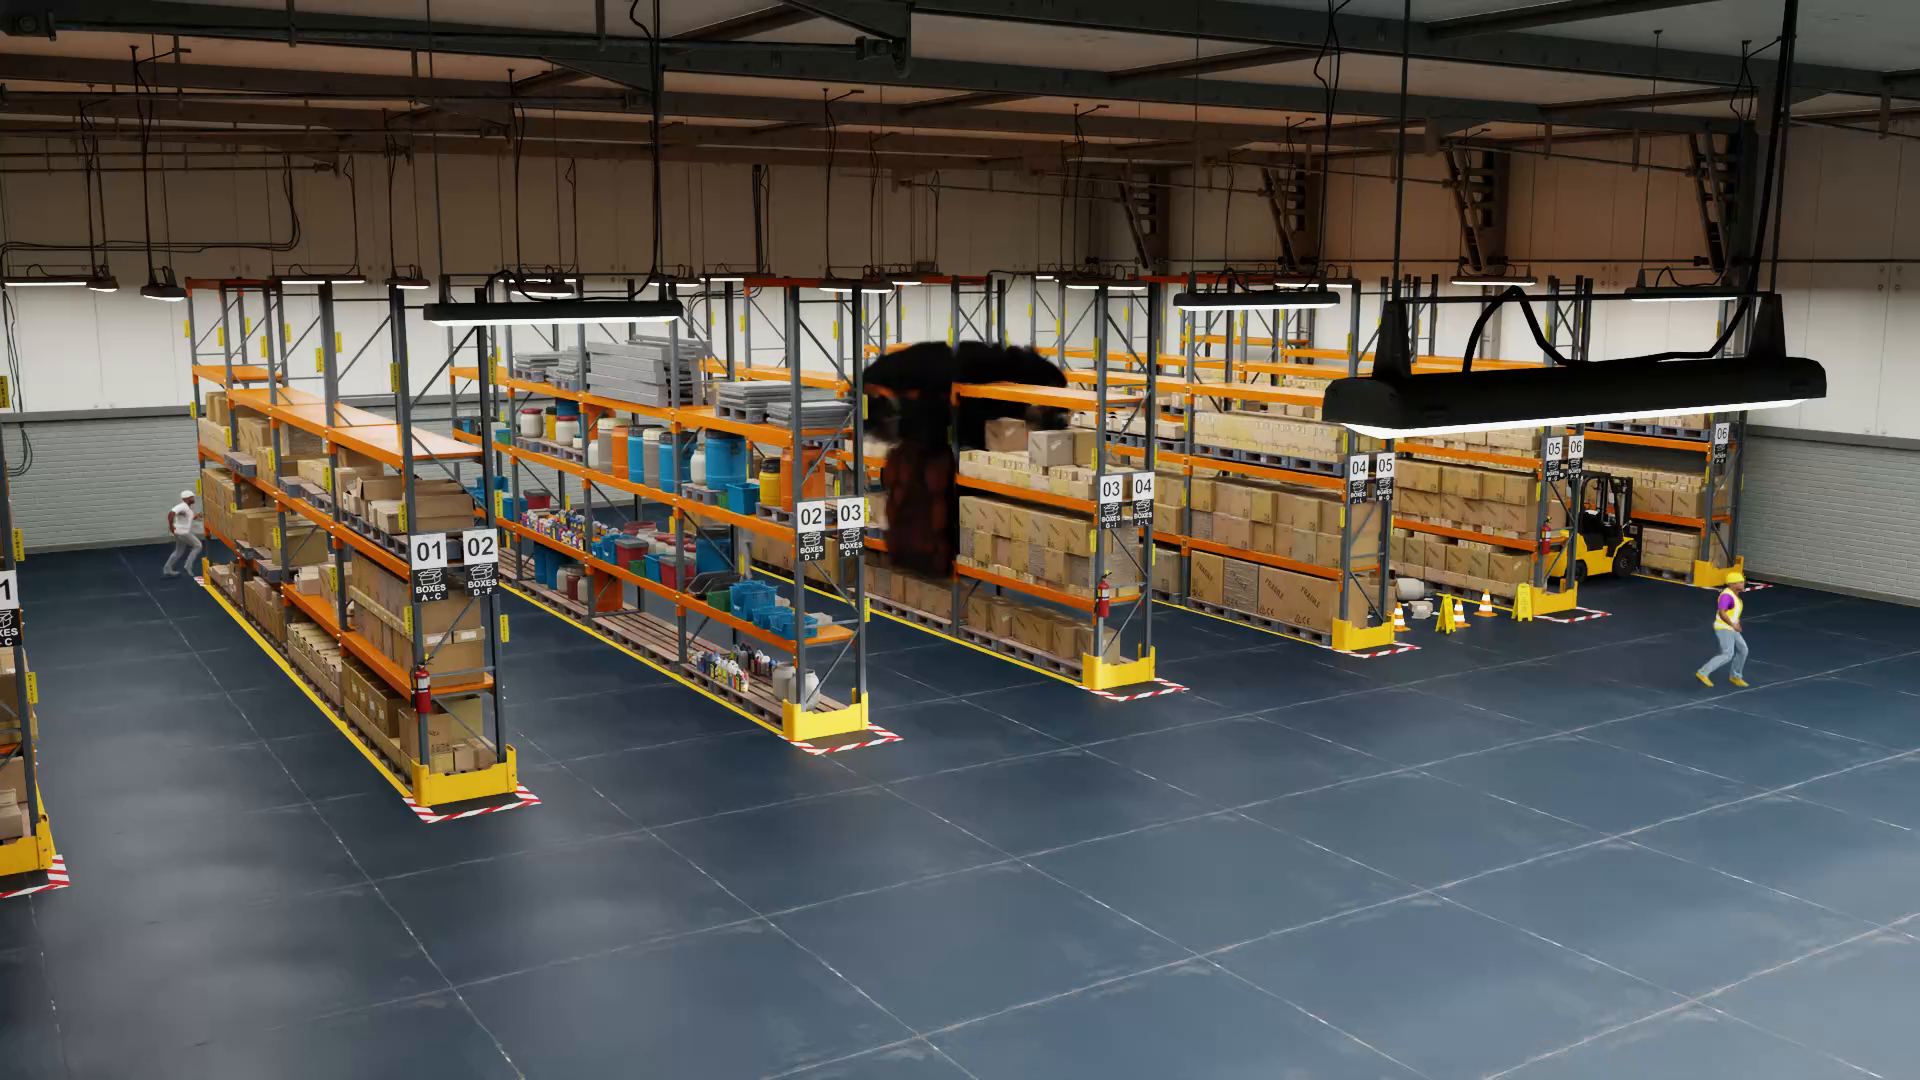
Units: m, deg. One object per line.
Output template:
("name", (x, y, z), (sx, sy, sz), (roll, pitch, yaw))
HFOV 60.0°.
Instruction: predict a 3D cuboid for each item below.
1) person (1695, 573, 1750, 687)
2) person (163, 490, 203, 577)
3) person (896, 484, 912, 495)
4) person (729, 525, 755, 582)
("person", (11.453, 1.357, 24.840), (0.744, 1.761, 0.915), (5, 11, 26))
("person", (-15.662, -0.112, 33.528), (0.850, 1.772, 0.682), (-5, 11, -29))
("person", (-1.328, -1.516, 41.946), (0.788, 1.756, 0.737), (1, 10, 4))
("person", (-4.015, 0.046, 31.198), (0.511, 1.621, 0.774), (-6, 11, -31))
